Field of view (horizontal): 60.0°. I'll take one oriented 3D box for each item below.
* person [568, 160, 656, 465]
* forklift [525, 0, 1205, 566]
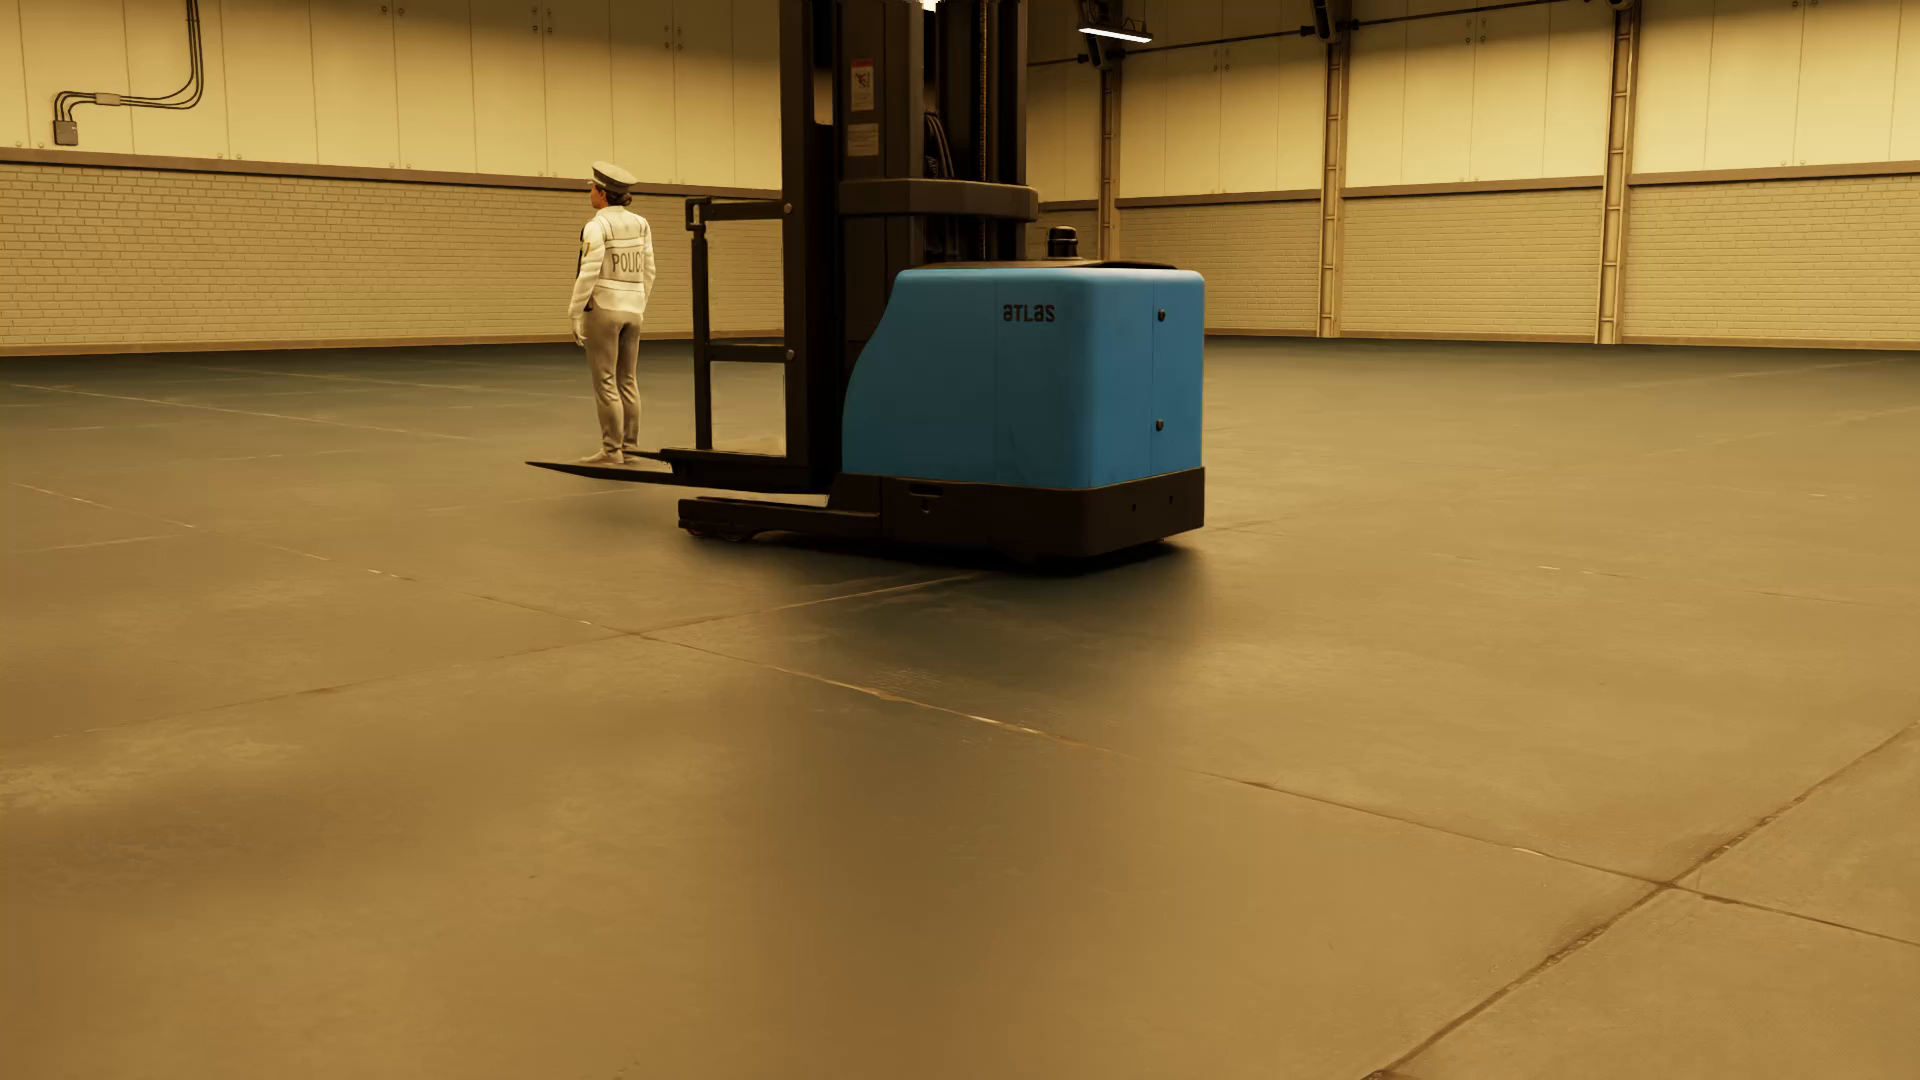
[{"bbox_3d":[-1.993,-1.250,9.303,0.521,1.700,0.576,5,10,32],"label":"person"},{"bbox_3d":[-0.543,-1.500,6.837,3.031,2.935,1.130,6,10,33],"label":"forklift"}]
